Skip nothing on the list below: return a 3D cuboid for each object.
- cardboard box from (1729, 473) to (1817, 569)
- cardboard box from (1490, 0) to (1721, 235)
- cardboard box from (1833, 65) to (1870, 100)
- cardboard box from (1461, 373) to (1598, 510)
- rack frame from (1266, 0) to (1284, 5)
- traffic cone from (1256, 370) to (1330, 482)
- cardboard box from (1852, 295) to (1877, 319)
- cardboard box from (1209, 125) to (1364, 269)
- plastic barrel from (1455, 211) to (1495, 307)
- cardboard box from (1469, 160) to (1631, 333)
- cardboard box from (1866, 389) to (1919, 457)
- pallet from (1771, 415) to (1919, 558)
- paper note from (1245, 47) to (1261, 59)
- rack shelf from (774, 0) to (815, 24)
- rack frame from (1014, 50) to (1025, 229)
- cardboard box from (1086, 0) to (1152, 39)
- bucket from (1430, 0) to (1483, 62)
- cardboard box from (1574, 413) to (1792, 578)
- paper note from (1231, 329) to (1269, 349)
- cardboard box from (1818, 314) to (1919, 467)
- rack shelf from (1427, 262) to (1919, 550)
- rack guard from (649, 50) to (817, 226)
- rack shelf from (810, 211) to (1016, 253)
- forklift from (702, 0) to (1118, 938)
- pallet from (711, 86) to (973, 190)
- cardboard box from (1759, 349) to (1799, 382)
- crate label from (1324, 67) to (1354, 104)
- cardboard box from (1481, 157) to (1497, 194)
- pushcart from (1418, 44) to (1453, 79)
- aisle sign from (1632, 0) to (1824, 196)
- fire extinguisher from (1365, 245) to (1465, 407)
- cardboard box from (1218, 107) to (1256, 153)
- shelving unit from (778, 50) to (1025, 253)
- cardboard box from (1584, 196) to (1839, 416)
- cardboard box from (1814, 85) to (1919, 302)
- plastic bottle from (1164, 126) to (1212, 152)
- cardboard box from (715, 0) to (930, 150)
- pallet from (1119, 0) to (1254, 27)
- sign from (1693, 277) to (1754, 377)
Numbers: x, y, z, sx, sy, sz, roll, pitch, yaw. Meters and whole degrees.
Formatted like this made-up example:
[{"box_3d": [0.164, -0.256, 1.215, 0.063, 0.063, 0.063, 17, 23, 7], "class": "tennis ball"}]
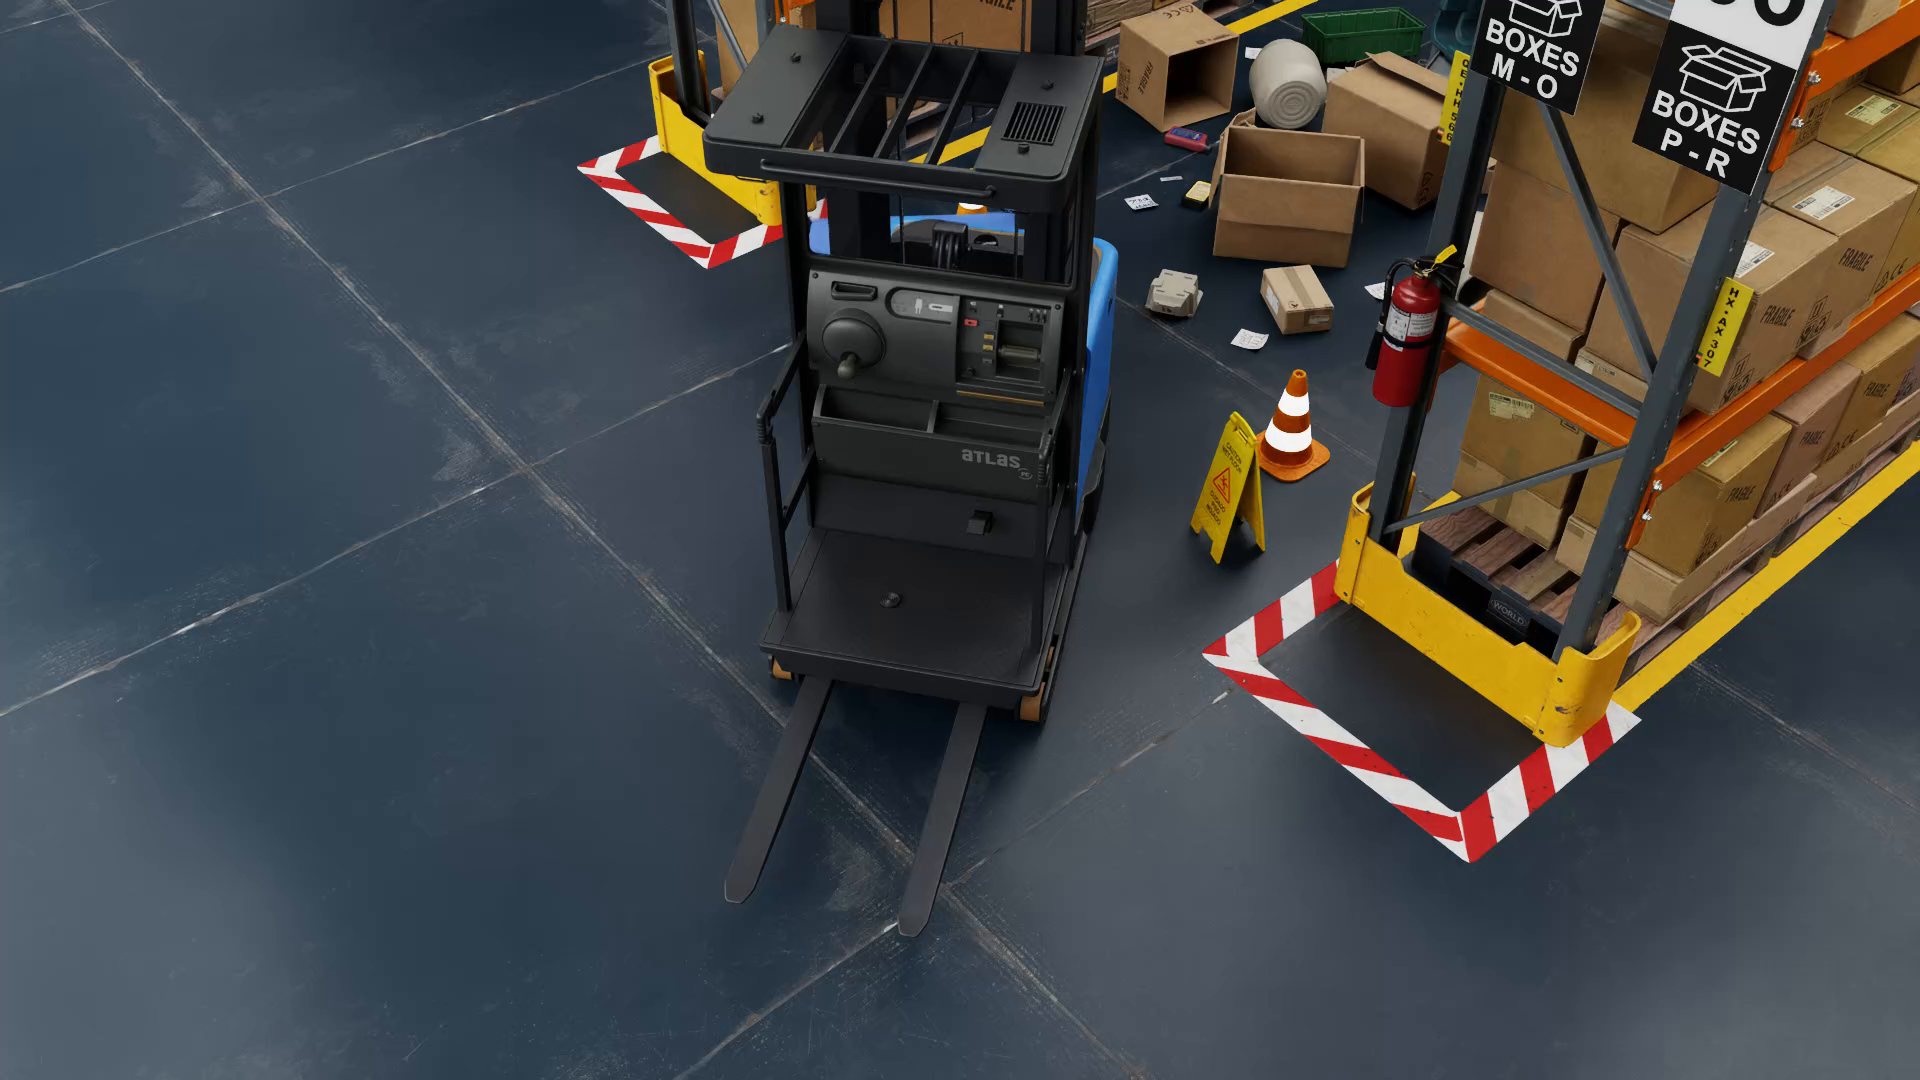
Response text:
[{"box_3d": [3.192, -0.205, 6.979, 0.500, 0.250, 0.500, -28, 50, -27], "class": "cardboard box"}, {"box_3d": [2.252, -1.473, 5.607, 0.500, 0.500, 0.700, -31, 51, -29], "class": "cardboard box"}, {"box_3d": [2.970, -1.970, 6.135, 0.500, 0.500, 0.700, -30, 51, -28], "class": "cardboard box"}, {"box_3d": [2.447, -0.538, 6.785, 0.500, 0.500, 0.500, -29, 51, -28], "class": "cardboard box"}, {"box_3d": [1.815, -4.937, 10.315, 0.127, 3.000, 1.000, -30, 51, -28], "class": "rack frame"}, {"box_3d": [1.502, -0.566, 7.515, 0.334, 0.463, 0.336, -30, 51, -28], "class": "traffic cone"}, {"box_3d": [3.234, -0.985, 6.291, 0.250, 0.149, 0.380, -28, 50, -27], "class": "cardboard box"}, {"box_3d": [1.723, -1.816, 8.816, 0.797, 0.503, 0.637, 7, 44, 7], "class": "cardboard box"}, {"box_3d": [2.613, -1.388, 8.419, 0.421, 0.421, 0.512, 0, 43, 0], "class": "plastic barrel"}, {"box_3d": [2.239, -1.153, 5.996, 0.500, 0.500, 0.500, -31, 51, -29], "class": "cardboard box"}, {"box_3d": [3.992, -0.672, 7.476, 0.500, 0.250, 0.500, -29, 50, -27], "class": "cardboard box"}, {"box_3d": [3.639, -0.513, 7.642, 1.213, 0.211, 1.003, -30, 51, -28], "class": "pallet"}, {"box_3d": [1.880, -3.084, 10.511, 0.147, 0.020, 0.142, 7, 44, 7], "class": "paper note"}, {"box_3d": [0.281, -3.796, 9.626, 4.000, 0.370, 1.077, -30, 51, -28], "class": "rack shelf"}, {"box_3d": [0.279, -1.426, 7.577, 0.032, 1.500, 0.500, -1, 47, 3], "class": "rack frame"}, {"box_3d": [0.598, -3.678, 10.220, 0.875, 0.875, 0.875, -29, 51, -28], "class": "cardboard box"}, {"box_3d": [3.190, -3.027, 9.563, 0.620, 0.611, 0.726, -6, 43, -21], "class": "bucket"}, {"box_3d": [2.814, -0.269, 6.499, 0.500, 0.500, 0.500, -32, 52, -29], "class": "cardboard box"}, {"box_3d": [1.448, -1.003, 8.296, 0.148, 0.019, 0.142, 22, 47, 21], "class": "paper note"}, {"box_3d": [3.602, -0.717, 6.976, 0.500, 0.500, 0.500, -29, 50, -27], "class": "cardboard box"}, {"box_3d": [3.534, -1.241, 6.906, 4.000, 0.370, 1.077, -30, 51, -28], "class": "rack shelf"}, {"box_3d": [-1.272, -2.258, 9.289, 0.348, 0.500, 1.175, -30, 51, -28], "class": "rack guard"}, {"box_3d": [-0.219, -1.296, 7.735, 1.000, 0.185, 0.538, -1, 47, 3], "class": "rack shelf"}, {"box_3d": [-0.138, -0.647, 5.798, 1.130, 2.935, 3.031, 9, 44, 9], "class": "forklift"}, {"box_3d": [-0.690, -2.556, 9.817, 1.213, 0.211, 1.003, -30, 51, -28], "class": "pallet"}, {"box_3d": [2.833, -0.766, 6.058, 0.250, 0.149, 0.380, -31, 52, -29], "class": "cardboard box"}, {"box_3d": [2.330, -2.758, 10.087, 0.298, 0.136, 0.250, 7, 44, 7], "class": "crate label"}, {"box_3d": [3.066, -2.154, 9.350, 0.258, 0.266, 0.396, 7, 44, 7], "class": "cardboard box"}, {"box_3d": [3.567, -2.601, 9.744, 1.648, 0.377, 0.936, 22, 47, 21], "class": "pushcart"}, {"box_3d": [2.151, -1.382, 4.632, 0.004, 0.787, 0.394, -30, 51, -28], "class": "aisle sign"}, {"box_3d": [1.616, -0.788, 5.955, 0.183, 0.674, 0.296, -30, 51, -28], "class": "fire extinguisher"}, {"box_3d": [1.678, -2.218, 9.418, 0.258, 0.266, 0.396, -21, 47, -21], "class": "cardboard box"}, {"box_3d": [-0.228, -1.418, 7.604, 1.048, 1.500, 0.538, -1, 47, 3], "class": "shelving unit"}, {"box_3d": [2.541, -0.832, 5.655, 0.500, 0.500, 0.500, -31, 51, -28], "class": "cardboard box"}, {"box_3d": [3.326, -1.286, 6.138, 0.500, 0.500, 0.500, -31, 51, -29], "class": "cardboard box"}, {"box_3d": [1.347, -2.327, 9.683, 0.283, 0.061, 0.133, 22, 47, 21], "class": "plastic bottle"}, {"box_3d": [-0.776, -2.891, 9.382, 0.875, 0.875, 0.875, -29, 51, -28], "class": "cardboard box"}, {"box_3d": [1.181, -3.627, 10.958, 1.213, 0.211, 1.003, -30, 51, -28], "class": "pallet"}, {"box_3d": [2.348, -0.655, 5.125, 0.005, 0.325, 0.100, -30, 51, -28], "class": "sign"}]
